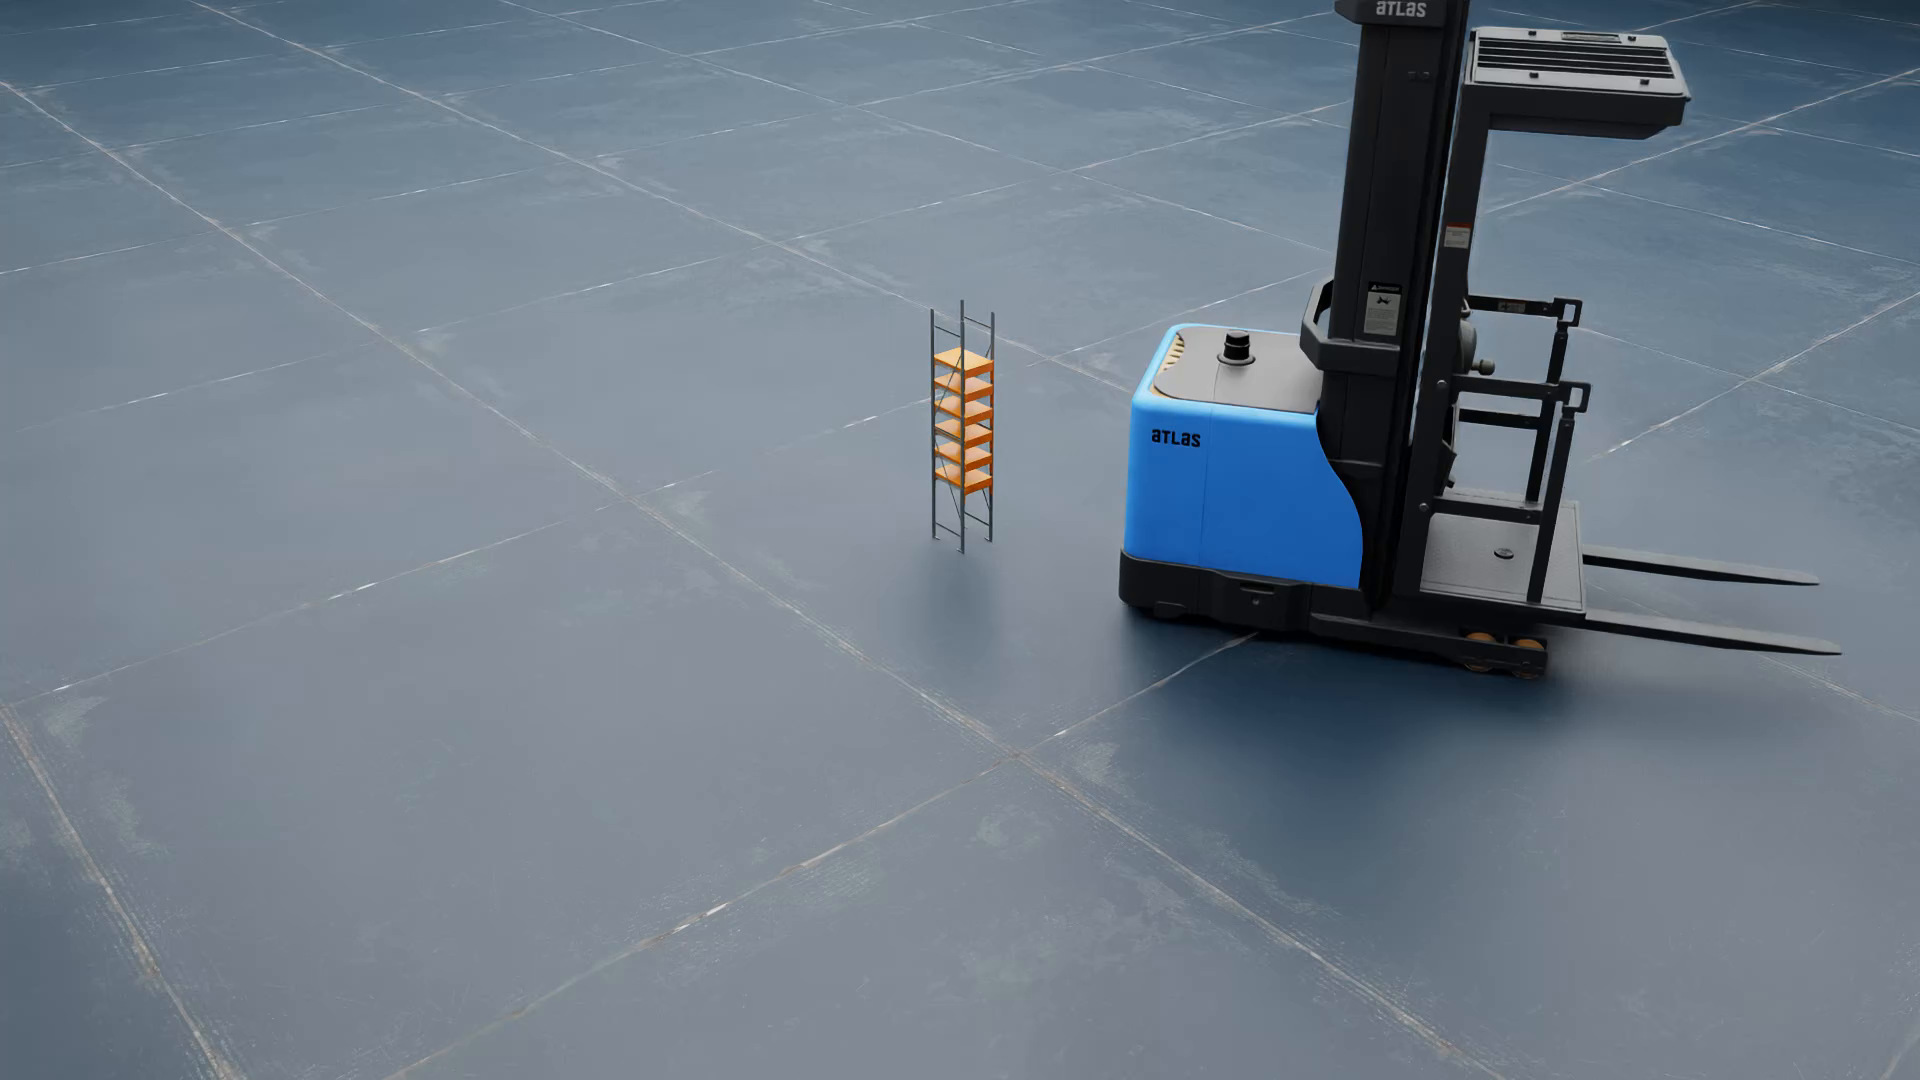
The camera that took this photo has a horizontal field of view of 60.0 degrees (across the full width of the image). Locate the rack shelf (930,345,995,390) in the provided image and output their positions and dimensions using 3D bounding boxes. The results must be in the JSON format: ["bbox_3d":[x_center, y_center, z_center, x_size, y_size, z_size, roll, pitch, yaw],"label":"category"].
[{"bbox_3d":[0.011,-0.812,7.827,0.180,0.103,0.258,-22,35,-35],"label":"rack shelf"}]

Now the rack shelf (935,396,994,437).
[{"bbox_3d":[0.011,-0.600,7.940,0.180,0.103,0.258,-22,35,-35],"label":"rack shelf"}]

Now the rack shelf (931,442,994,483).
[{"bbox_3d":[0.011,-0.389,8.053,0.180,0.103,0.258,-22,35,-35],"label":"rack shelf"}]

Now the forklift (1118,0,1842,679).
[{"bbox_3d":[2.302,-0.978,6.970,3.031,2.935,1.130,8,29,14],"label":"forklift"}]

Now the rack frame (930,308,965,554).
[{"bbox_3d":[-0.059,-0.506,7.923,0.006,1.200,0.240,-22,35,-35],"label":"rack frame"}]

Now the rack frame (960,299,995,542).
[{"bbox_3d":[0.081,-0.562,8.028,0.006,1.200,0.240,-22,35,-35],"label":"rack frame"}]

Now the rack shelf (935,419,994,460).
[{"bbox_3d":[0.011,-0.494,7.996,0.180,0.103,0.258,-22,35,-35],"label":"rack shelf"}]

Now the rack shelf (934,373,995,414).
[{"bbox_3d":[0.011,-0.706,7.883,0.180,0.103,0.258,-22,35,-35],"label":"rack shelf"}]

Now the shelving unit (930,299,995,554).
[{"bbox_3d":[0.011,-0.534,7.975,0.189,1.200,0.258,-22,35,-35],"label":"shelving unit"}]

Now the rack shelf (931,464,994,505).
[{"bbox_3d":[0.011,-0.283,8.110,0.180,0.103,0.258,-22,35,-35],"label":"rack shelf"}]
